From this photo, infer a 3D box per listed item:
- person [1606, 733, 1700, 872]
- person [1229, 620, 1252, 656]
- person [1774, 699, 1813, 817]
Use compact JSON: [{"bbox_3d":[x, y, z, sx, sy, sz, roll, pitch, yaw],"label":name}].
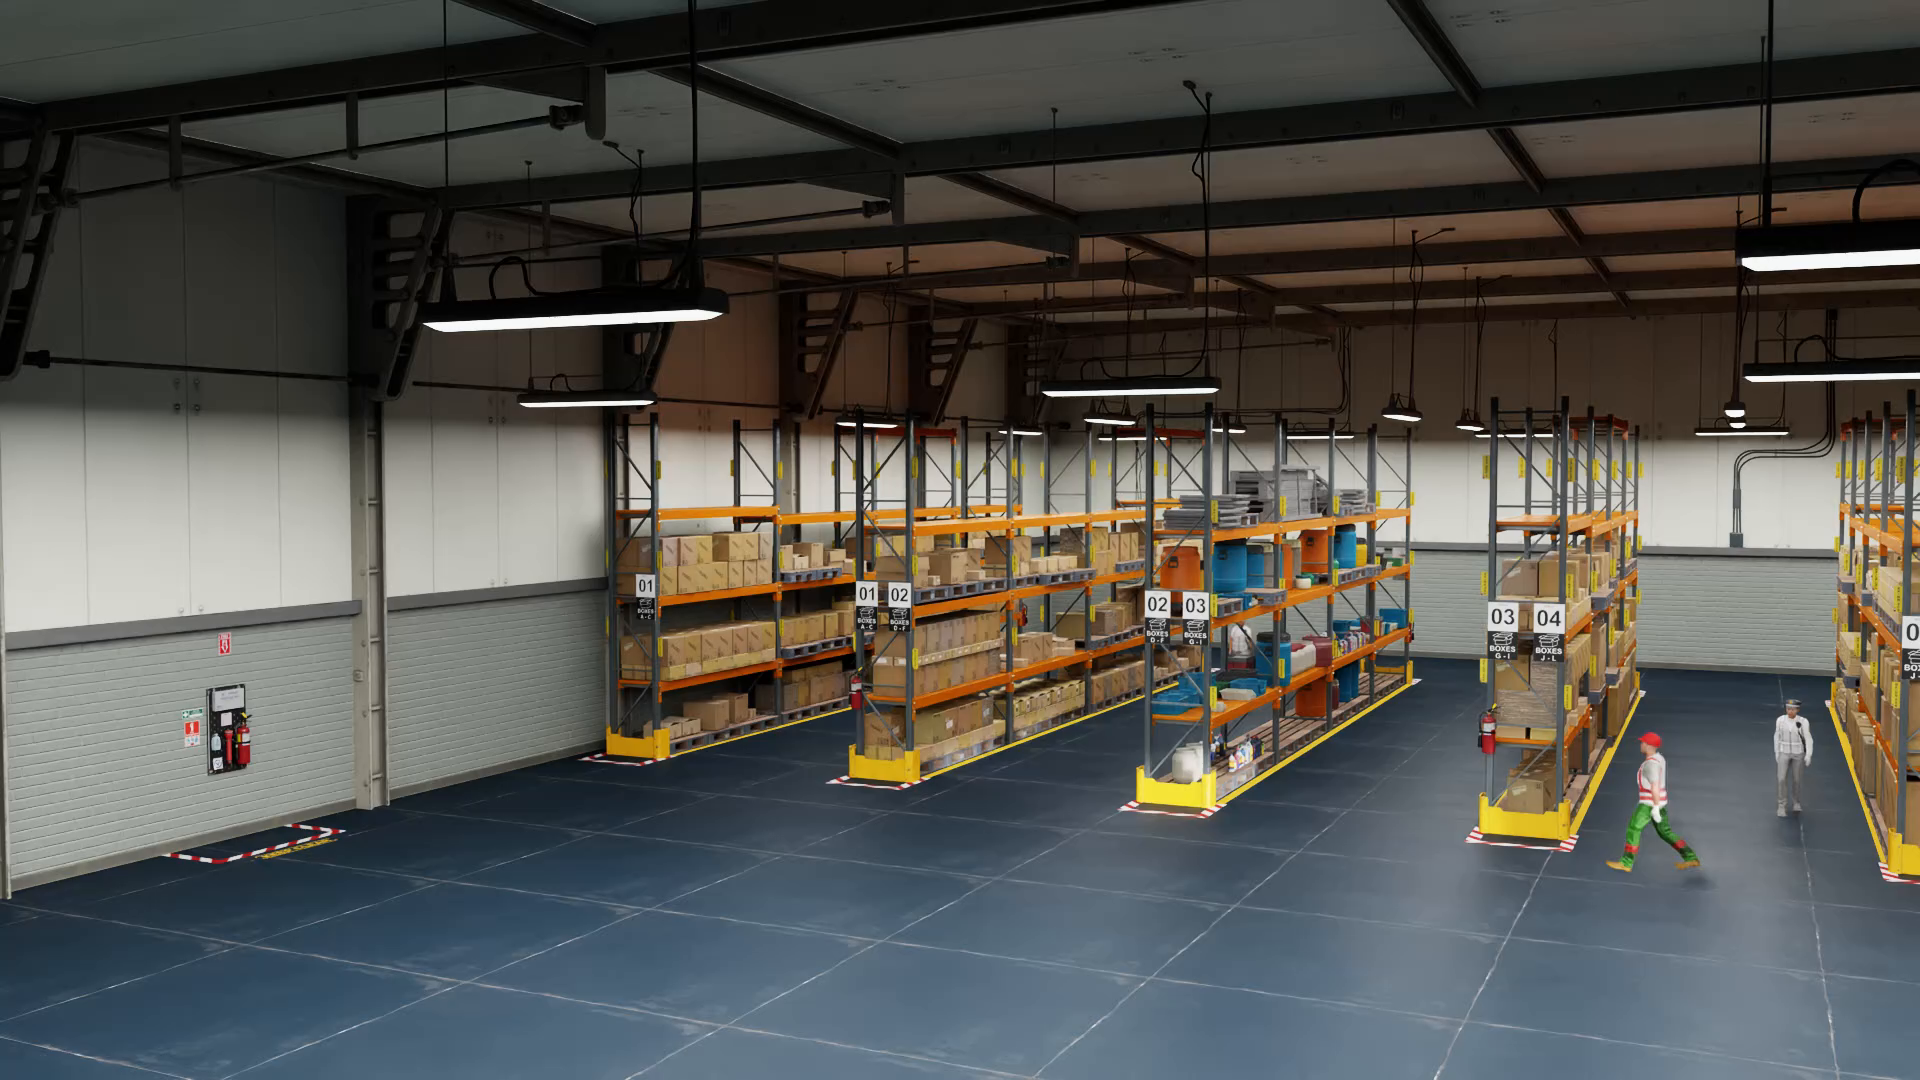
[{"bbox_3d":[8.585,3.259,20.578,1.075,1.748,0.541,1,3,27],"label":"person"},{"bbox_3d":[6.537,2.553,38.694,0.495,1.603,1.043,1,3,25],"label":"person"},{"bbox_3d":[12.121,3.153,24.212,0.535,1.676,0.653,2,3,34],"label":"person"}]
